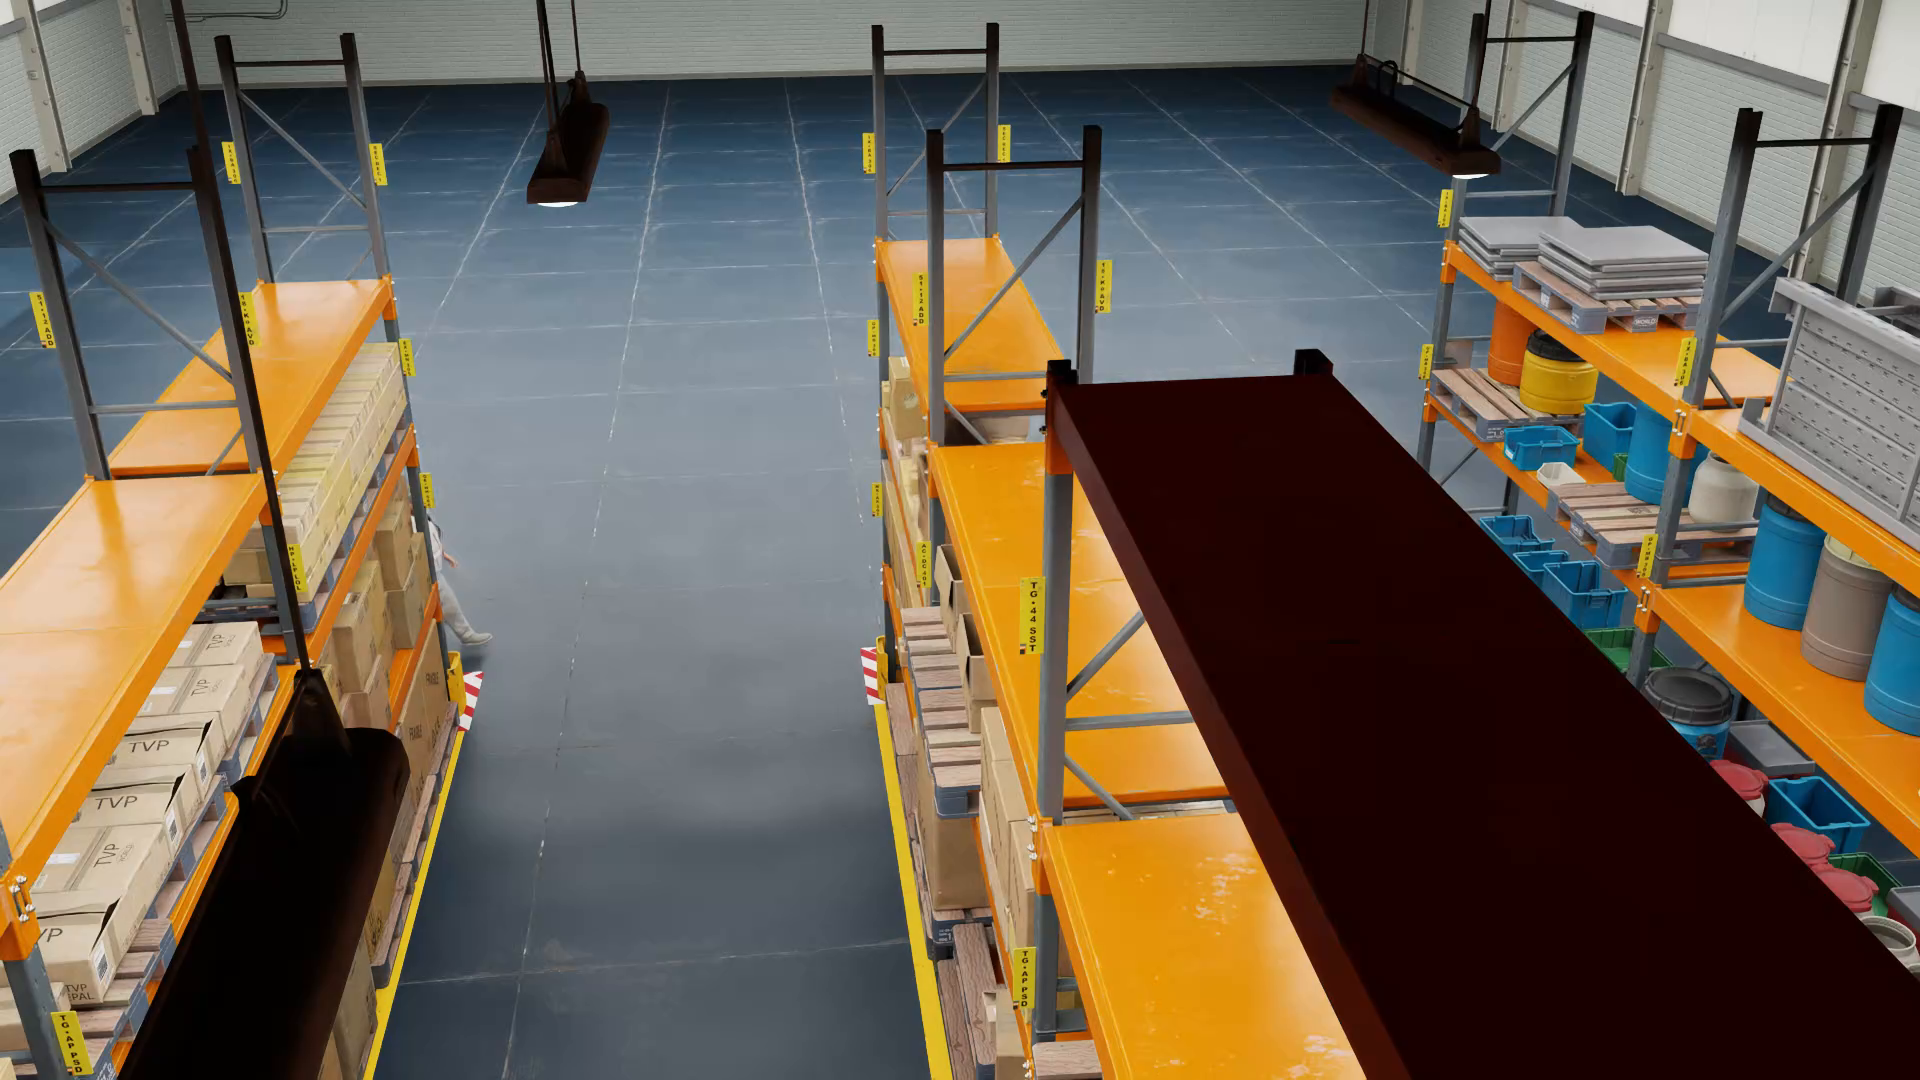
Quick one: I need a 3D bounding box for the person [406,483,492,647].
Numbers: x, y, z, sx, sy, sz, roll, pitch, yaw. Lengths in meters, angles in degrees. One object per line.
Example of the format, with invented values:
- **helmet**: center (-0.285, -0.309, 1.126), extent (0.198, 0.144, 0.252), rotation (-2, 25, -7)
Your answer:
- **person**: center (-5.143, 0.246, 15.966), extent (1.040, 1.730, 0.533), rotation (-10, 27, -20)
